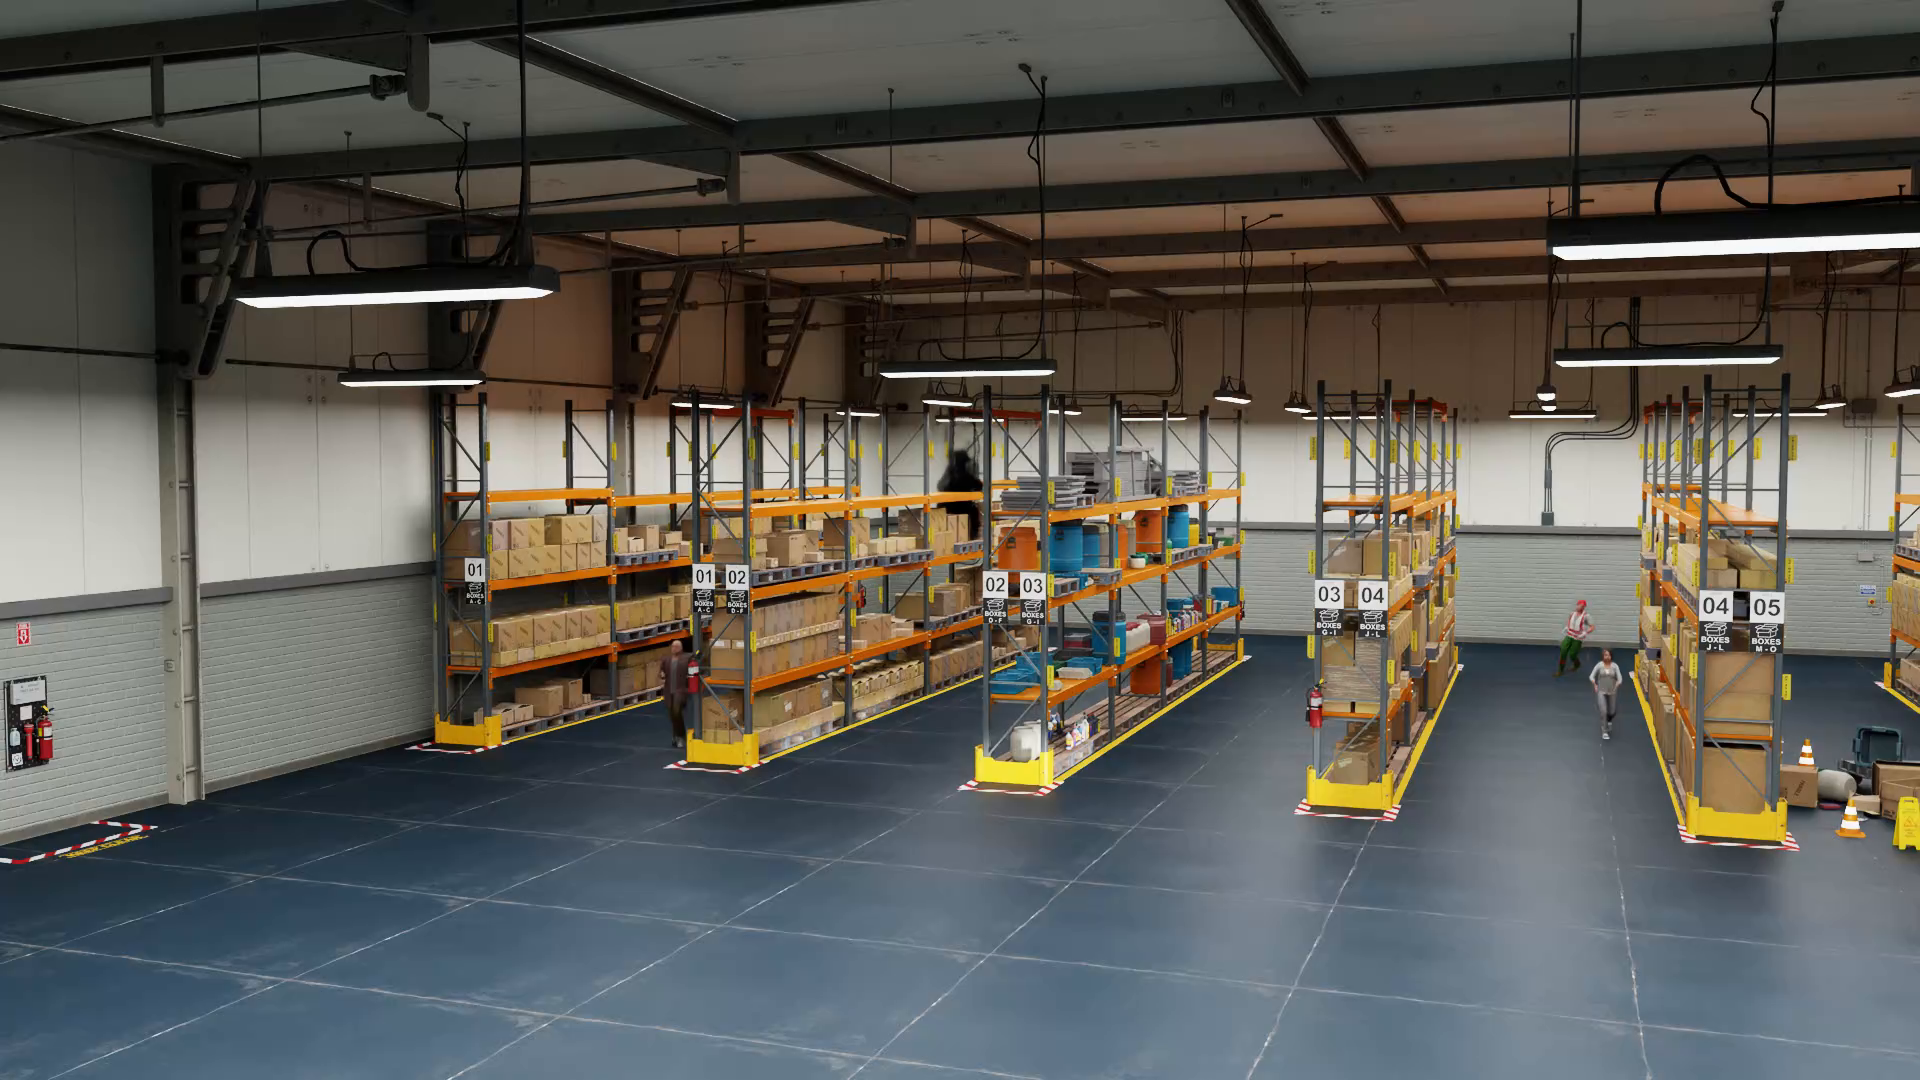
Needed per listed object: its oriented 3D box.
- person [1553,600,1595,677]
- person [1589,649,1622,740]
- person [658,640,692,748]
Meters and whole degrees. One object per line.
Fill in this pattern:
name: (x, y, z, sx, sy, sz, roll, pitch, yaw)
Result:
person: (13.727, 2.184, 36.986, 0.807, 1.740, 0.718, -2, 4, -39)
person: (11.273, 2.679, 29.038, 0.538, 1.549, 0.608, 1, 3, 15)
person: (-4.822, 2.620, 28.266, 0.685, 1.822, 0.757, 1, 3, 16)
